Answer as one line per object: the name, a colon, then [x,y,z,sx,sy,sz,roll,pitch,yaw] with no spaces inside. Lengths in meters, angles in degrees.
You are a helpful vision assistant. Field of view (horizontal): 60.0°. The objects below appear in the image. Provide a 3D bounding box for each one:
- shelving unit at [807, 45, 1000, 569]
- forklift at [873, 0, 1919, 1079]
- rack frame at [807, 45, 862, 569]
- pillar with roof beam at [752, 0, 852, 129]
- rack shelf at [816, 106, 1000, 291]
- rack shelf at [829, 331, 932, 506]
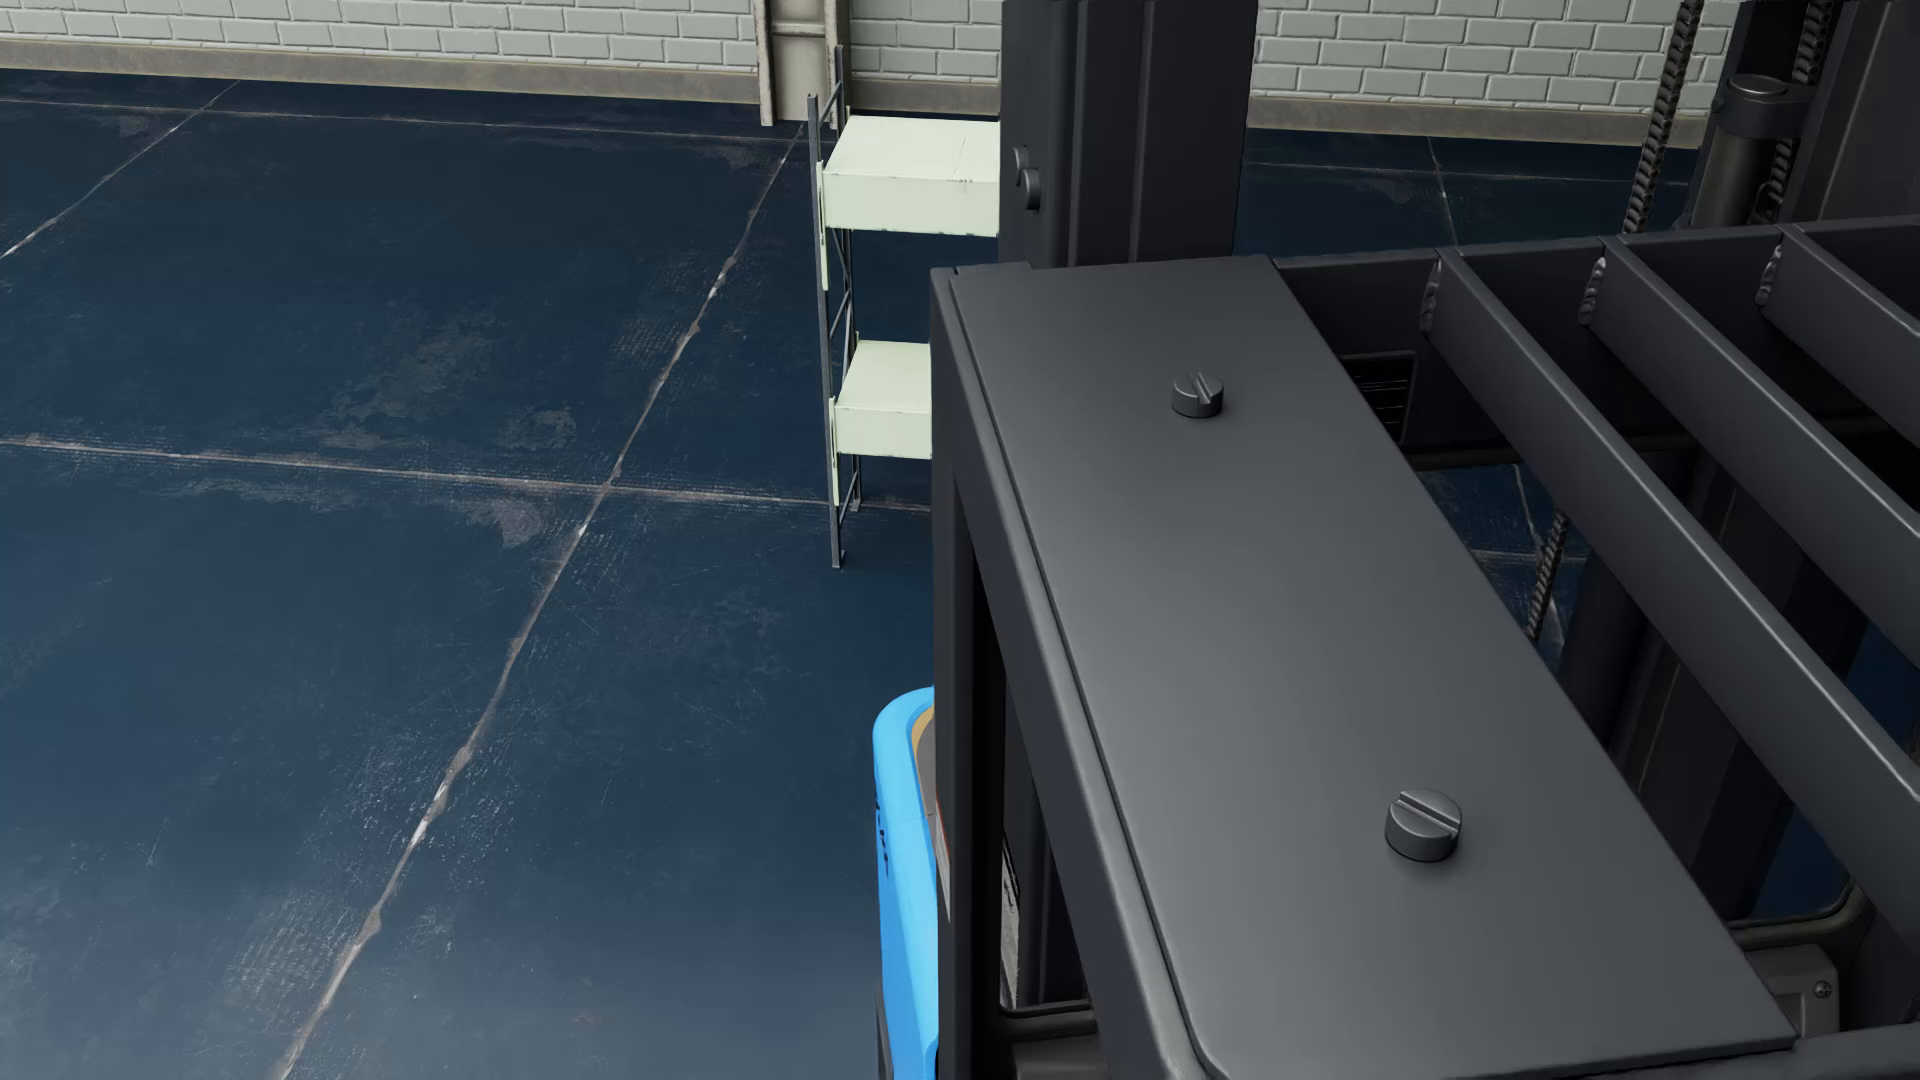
shelving unit: [0.007,-0.610,4.814,0.755,1.500,0.431,4,36,6]
forklift: [0.558,0.759,1.664,1.130,2.935,3.031,-5,36,-7]
rack frame: [-0.356,-0.637,4.852,0.023,1.500,0.400,4,36,6]
pillar with roof beam: [-1.297,-3.268,2.082,0.400,9.000,9.100,4,36,6]
rack shelf: [0.007,-0.928,4.587,0.720,0.370,0.431,4,36,6]
rack shelf: [0.007,-0.345,5.003,0.720,0.370,0.431,4,36,6]
